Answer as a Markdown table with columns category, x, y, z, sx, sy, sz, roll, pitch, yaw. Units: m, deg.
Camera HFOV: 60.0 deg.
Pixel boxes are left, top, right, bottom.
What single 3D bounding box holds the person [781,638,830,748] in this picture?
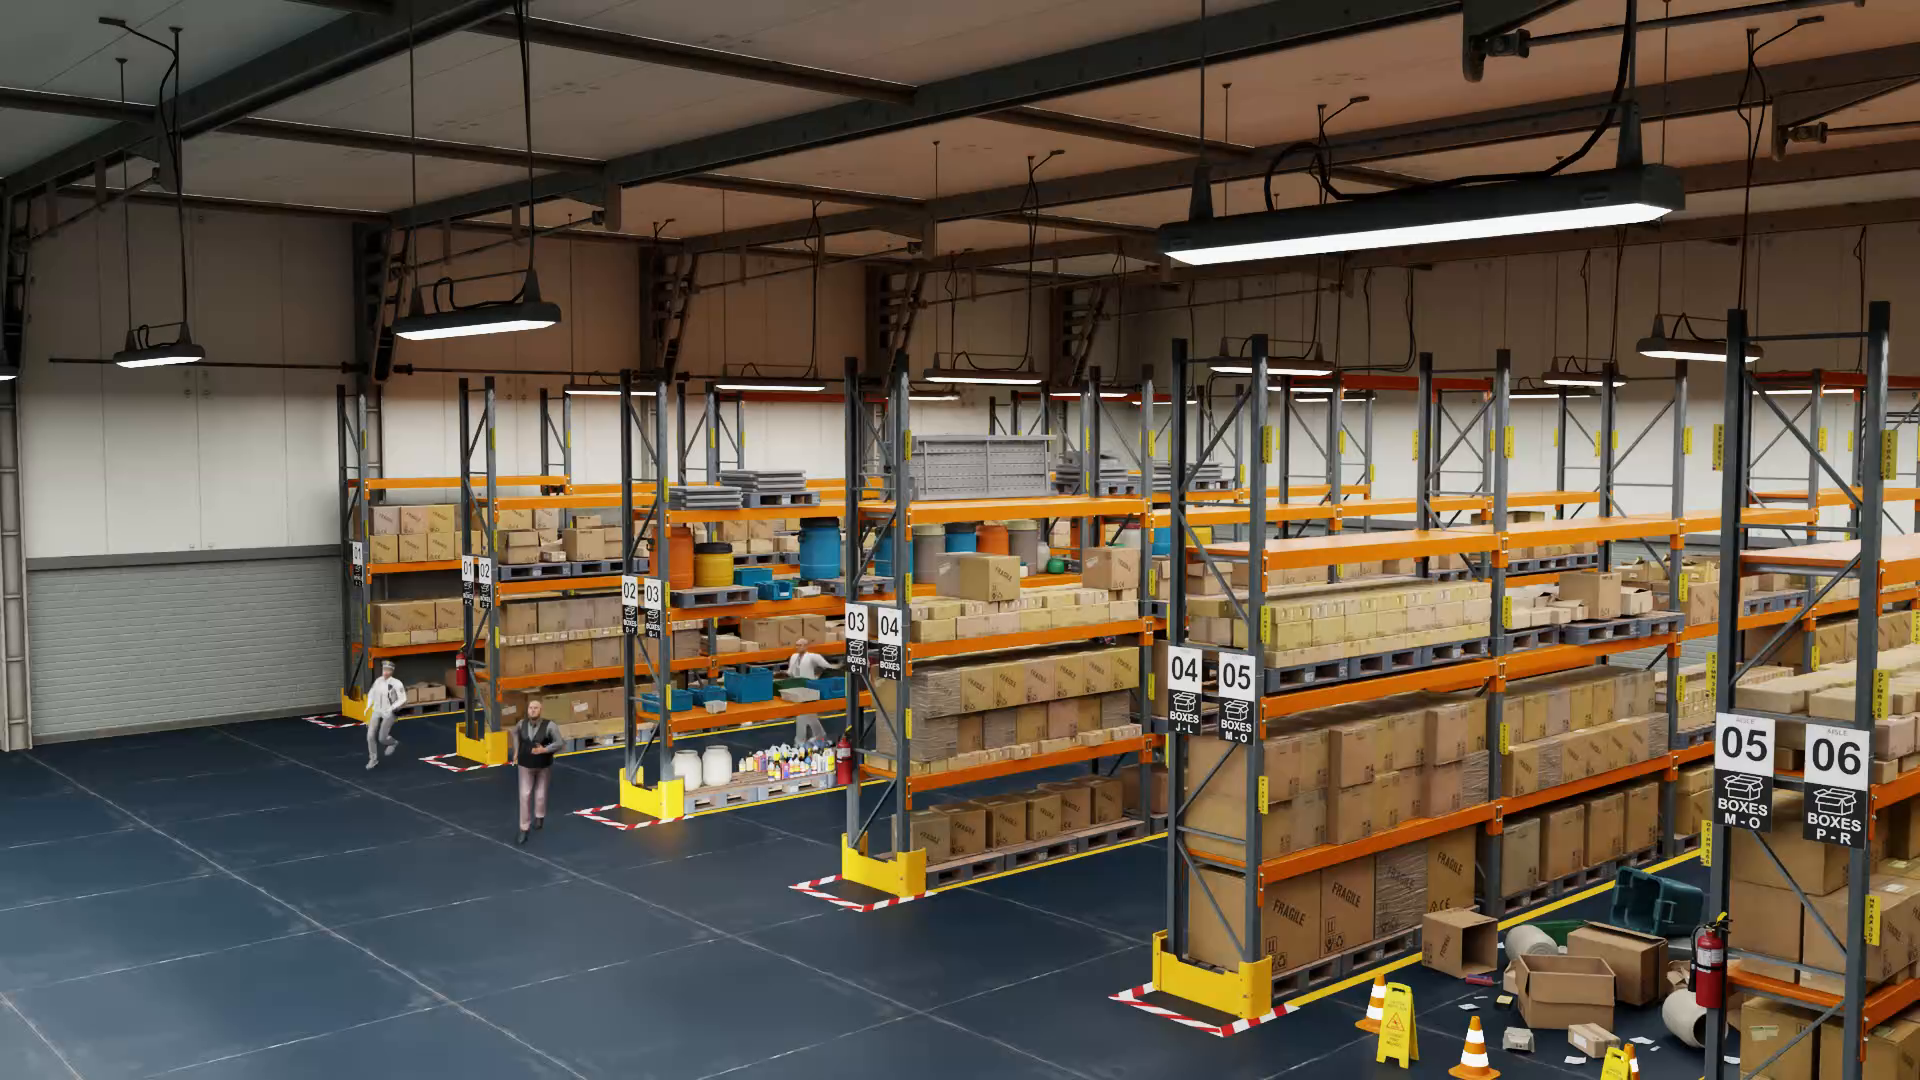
| category | x | y | z | sx | sy | sz | roll | pitch | yaw |
| --- | --- | --- | --- | --- | --- | --- | --- | --- | --- |
| person | -2.512 | 2.503 | 27.034 | 0.643 | 1.835 | 0.936 | 4 | 5 | 45 |

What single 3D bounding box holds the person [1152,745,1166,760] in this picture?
| category | x | y | z | sx | sy | sz | roll | pitch | yaw |
| --- | --- | --- | --- | --- | --- | --- | --- | --- | --- |
| person | 3.068 | 2.641 | 25.059 | 0.680 | 1.716 | 0.720 | 3 | 5 | 35 |

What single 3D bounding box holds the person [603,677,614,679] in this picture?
| category | x | y | z | sx | sy | sz | roll | pitch | yaw |
| --- | --- | --- | --- | --- | --- | --- | --- | --- | --- |
| person | -6.229 | 2.410 | 29.433 | 0.711 | 1.705 | 0.556 | -4 | 5 | -45 |

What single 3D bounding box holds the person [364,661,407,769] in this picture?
| category | x | y | z | sx | sy | sz | roll | pitch | yaw |
| --- | --- | --- | --- | --- | --- | --- | --- | --- | --- |
| person | -8.863 | 2.681 | 25.715 | 0.659 | 1.676 | 0.683 | 1 | 4 | 10 |

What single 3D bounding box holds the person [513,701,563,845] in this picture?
| category | x | y | z | sx | sy | sz | roll | pitch | yaw |
| --- | --- | --- | --- | --- | --- | --- | --- | --- | --- |
| person | -5.366 | 2.905 | 21.143 | 0.652 | 1.756 | 0.846 | -1 | 4 | -8 |
